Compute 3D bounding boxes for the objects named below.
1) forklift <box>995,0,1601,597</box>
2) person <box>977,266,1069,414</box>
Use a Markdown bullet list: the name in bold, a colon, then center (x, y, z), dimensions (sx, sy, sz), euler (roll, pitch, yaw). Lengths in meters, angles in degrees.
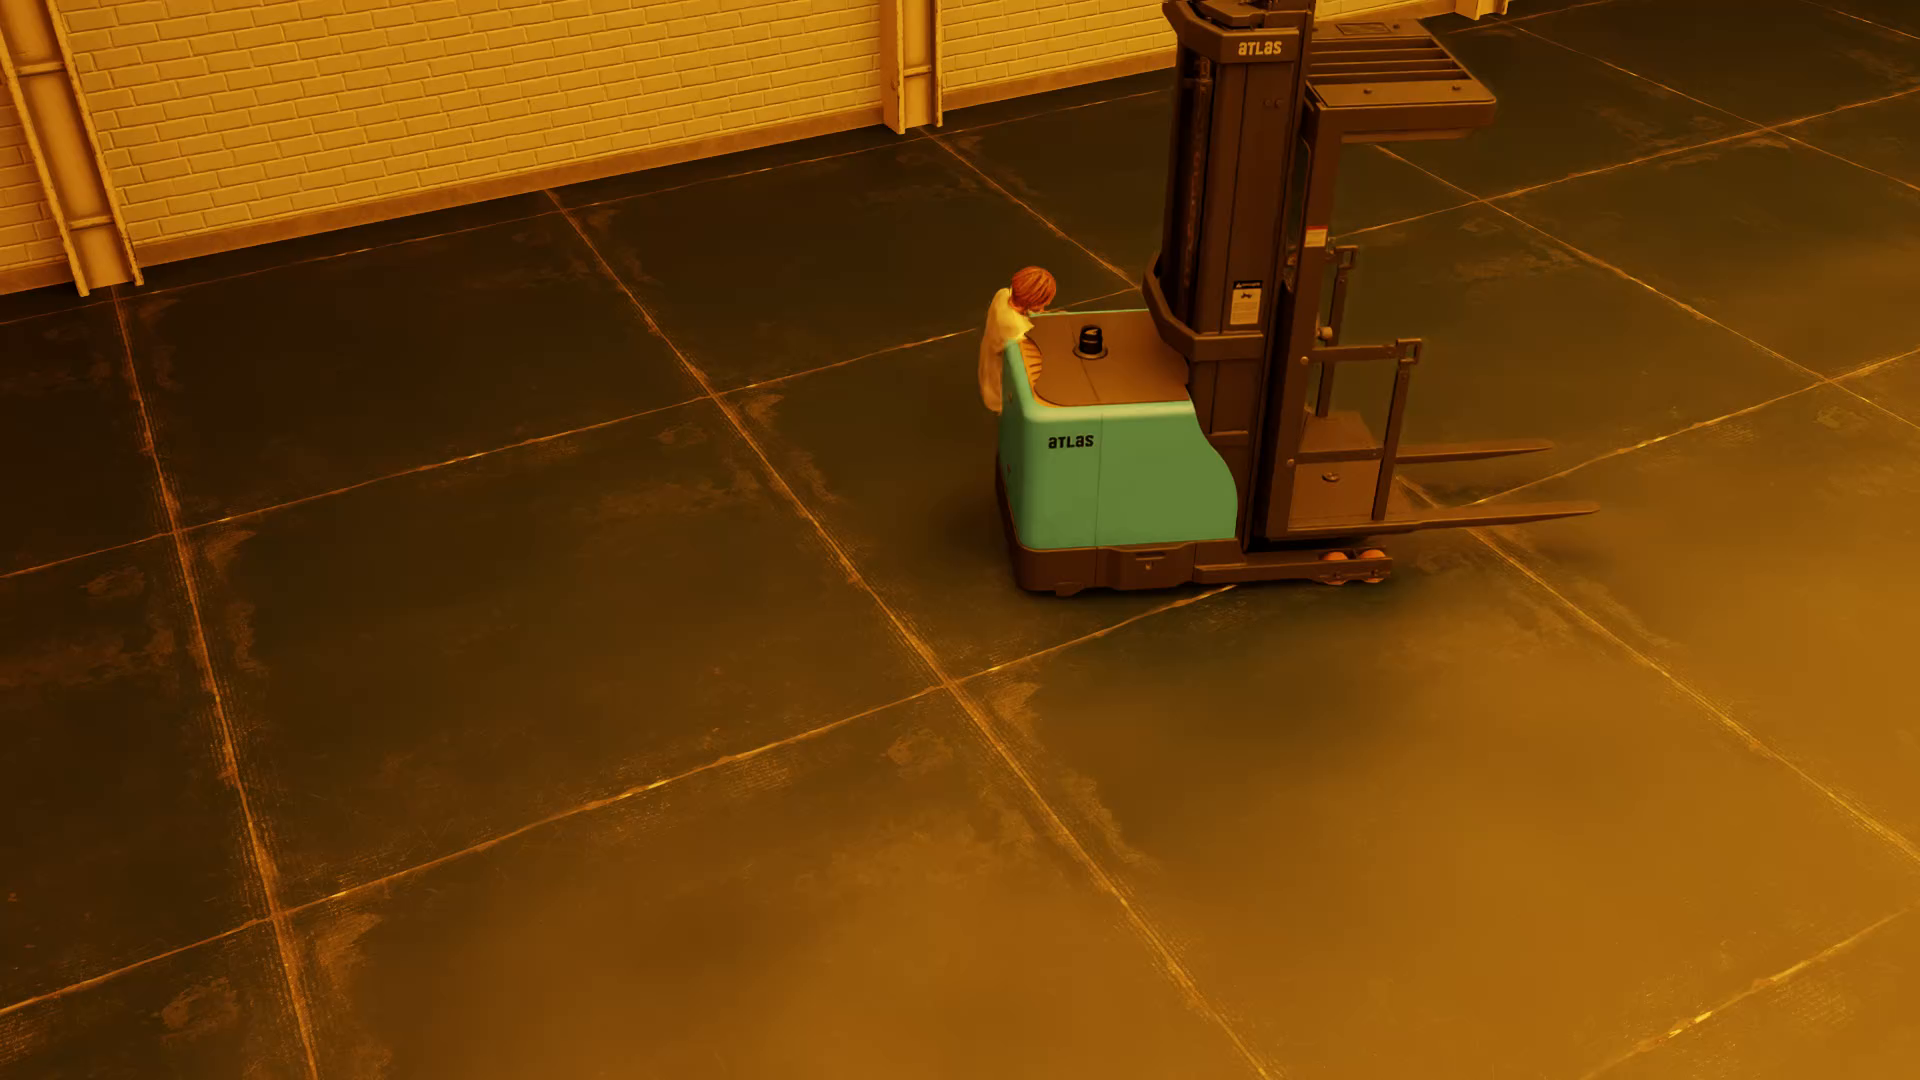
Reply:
- **forklift**: center (1.740, -1.272, 7.922), dimensions (3.031, 2.935, 1.130), euler (-3, 35, -5)
- **person**: center (0.460, -0.825, 8.589), dimensions (0.706, 1.334, 0.805), euler (-5, 36, -6)
